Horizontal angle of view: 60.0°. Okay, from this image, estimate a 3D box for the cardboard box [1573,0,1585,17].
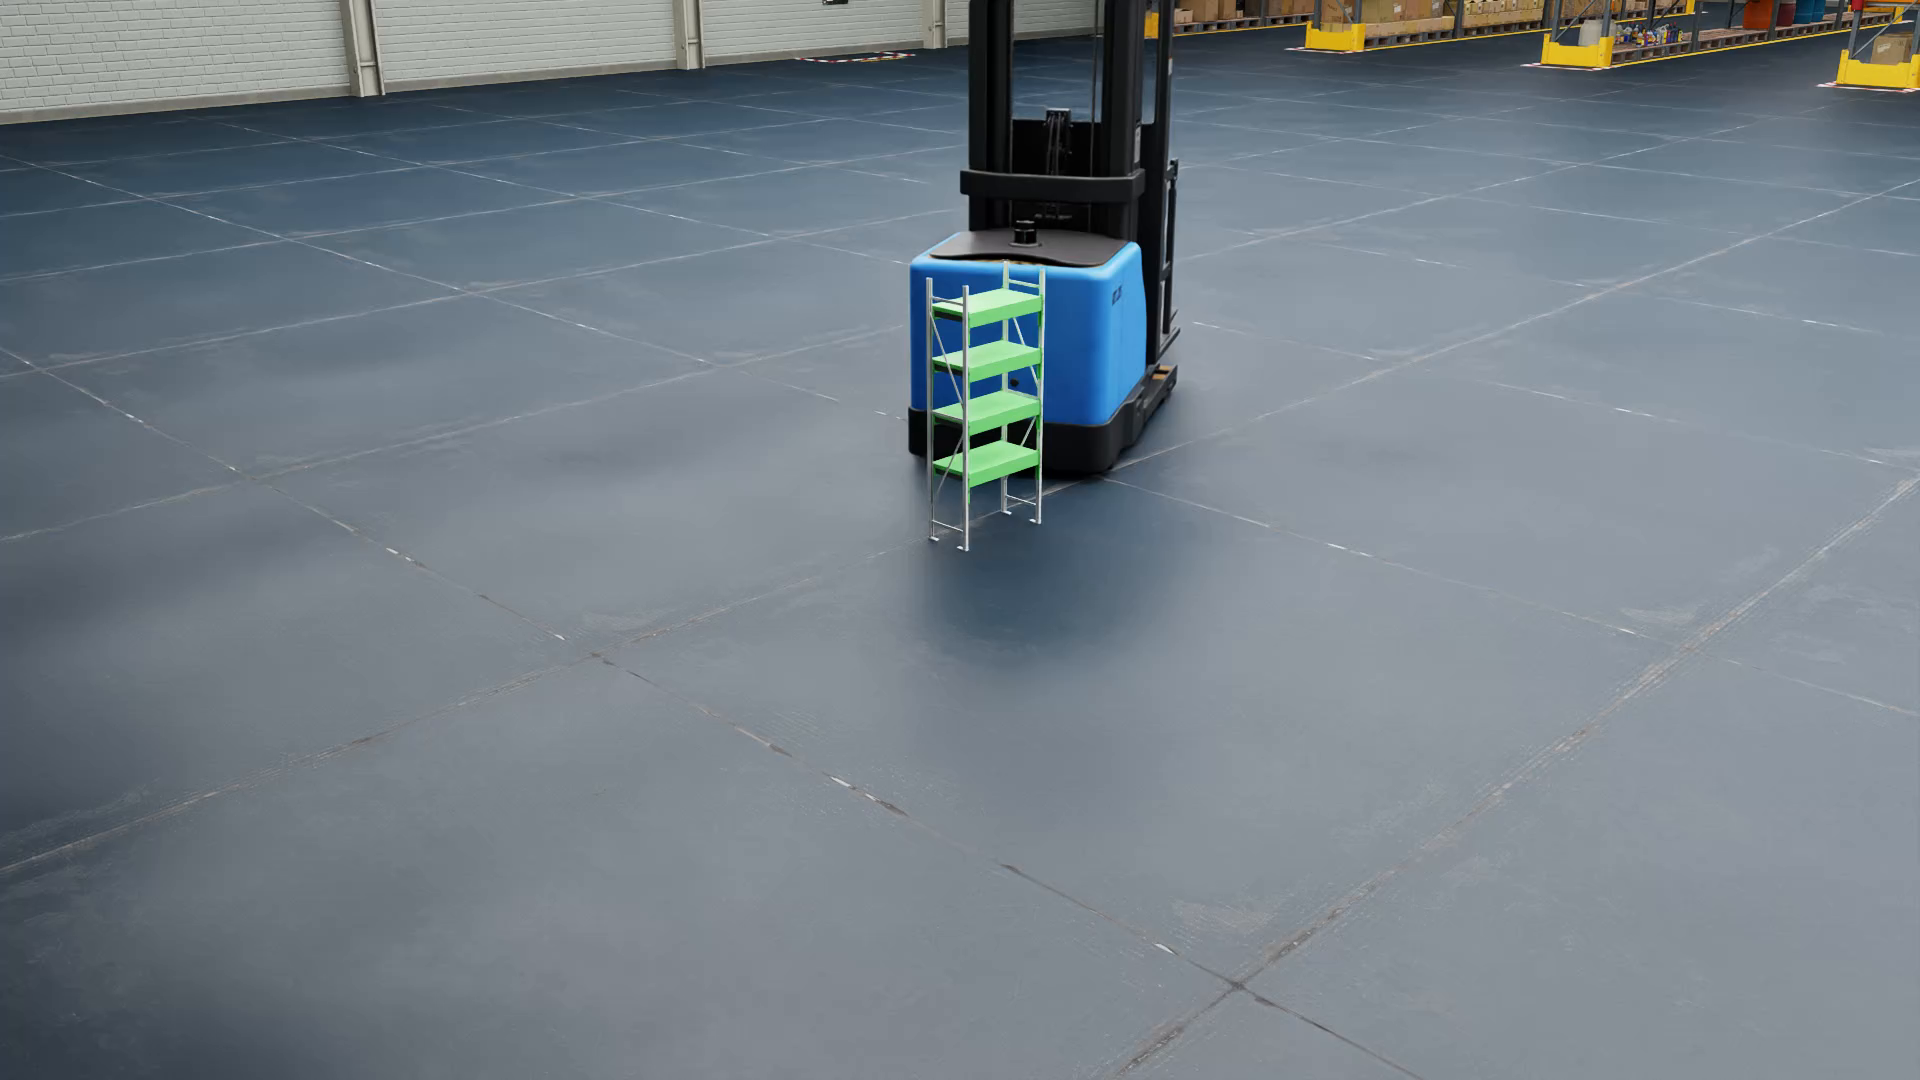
[{"bbox_3d":[14.189,-12.465,38.695,0.500,0.500,0.500,19,28,40],"label":"cardboard box"}]

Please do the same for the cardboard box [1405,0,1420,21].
[{"bbox_3d":[8.953,-10.791,33.670,0.500,0.500,0.500,19,28,41],"label":"cardboard box"}]

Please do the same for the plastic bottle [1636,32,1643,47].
[{"bbox_3d":[12.405,-9.140,30.363,0.097,0.271,0.097,0,21,0],"label":"plastic bottle"}]

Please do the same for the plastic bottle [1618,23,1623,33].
[{"bbox_3d":[12.419,-9.556,31.334,0.144,0.351,0.185,19,28,40],"label":"plastic bottle"}]

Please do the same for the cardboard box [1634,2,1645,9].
[{"bbox_3d":[16.786,-13.307,41.351,0.380,0.166,0.250,19,28,41],"label":"cardboard box"}]

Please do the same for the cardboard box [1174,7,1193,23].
[{"bbox_3d":[4.764,-11.552,36.583,0.500,0.311,0.500,-17,27,-38],"label":"cardboard box"}]

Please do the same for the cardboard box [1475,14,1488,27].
[{"bbox_3d":[10.978,-11.174,35.714,0.500,0.250,0.500,-19,28,-41],"label":"cardboard box"}]

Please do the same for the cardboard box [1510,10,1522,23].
[{"bbox_3d":[12.049,-11.572,36.747,0.500,0.250,0.500,-19,28,-41],"label":"cardboard box"}]

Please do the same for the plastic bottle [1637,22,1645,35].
[{"bbox_3d":[12.951,-9.678,31.651,0.144,0.351,0.185,19,28,41],"label":"plastic bottle"}]

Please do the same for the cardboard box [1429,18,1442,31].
[{"bbox_3d":[9.638,-10.702,34.484,0.500,0.250,0.500,19,28,41],"label":"cardboard box"}]

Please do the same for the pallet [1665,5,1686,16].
[{"bbox_3d":[17.924,-13.647,42.787,1.003,0.211,1.213,19,28,41],"label":"pallet"}]

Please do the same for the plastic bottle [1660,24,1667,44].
[{"bbox_3d":[13.106,-9.447,31.052,0.144,0.351,0.185,19,28,40],"label":"plastic bottle"}]

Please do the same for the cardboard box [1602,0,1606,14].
[{"bbox_3d":[15.252,-12.861,39.724,0.500,0.500,0.500,19,28,41],"label":"cardboard box"}]

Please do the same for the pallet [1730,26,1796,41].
[{"bbox_3d":[17.018,-10.788,35.348,1.003,0.211,1.213,19,28,41],"label":"pallet"}]

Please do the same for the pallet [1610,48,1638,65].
[{"bbox_3d":[11.507,-8.757,30.065,1.003,0.211,1.213,19,28,41],"label":"pallet"}]

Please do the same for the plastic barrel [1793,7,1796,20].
[{"bbox_3d":[17.945,-11.499,36.194,0.421,0.512,0.421,0,21,0],"label":"plastic barrel"}]

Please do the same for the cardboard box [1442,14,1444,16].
[{"bbox_3d":[10.243,-11.181,35.730,0.500,0.250,0.500,19,28,40],"label":"cardboard box"}]

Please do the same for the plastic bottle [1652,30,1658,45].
[{"bbox_3d":[12.856,-9.306,30.795,0.097,0.271,0.097,0,21,0],"label":"plastic bottle"}]

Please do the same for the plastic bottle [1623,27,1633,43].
[{"bbox_3d":[12.543,-9.490,31.268,0.152,0.276,0.135,19,28,41],"label":"plastic bottle"}]

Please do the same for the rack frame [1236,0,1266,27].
[{"bbox_3d":[6.609,-13.328,38.069,1.000,3.000,0.127,19,28,41],"label":"rack frame"}]

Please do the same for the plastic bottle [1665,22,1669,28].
[{"bbox_3d":[13.362,-9.616,31.490,0.144,0.351,0.185,19,28,41],"label":"plastic bottle"}]

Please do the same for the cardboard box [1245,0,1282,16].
[{"bbox_3d":[7.111,-12.560,38.942,0.500,0.500,0.700,-19,28,-40],"label":"cardboard box"}]

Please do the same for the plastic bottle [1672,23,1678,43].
[{"bbox_3d":[13.465,-9.580,31.396,0.144,0.351,0.185,18,28,39],"label":"plastic bottle"}]

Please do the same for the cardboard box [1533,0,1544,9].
[{"bbox_3d":[12.763,-12.095,37.328,0.500,0.311,0.500,-19,28,-41],"label":"cardboard box"}]

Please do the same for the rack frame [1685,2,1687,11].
[{"bbox_3d":[18.532,-15.174,42.872,1.000,3.000,0.127,19,28,41],"label":"rack frame"}]

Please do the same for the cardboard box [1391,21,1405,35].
[{"bbox_3d":[8.600,-10.313,33.474,0.500,0.250,0.500,19,28,41],"label":"cardboard box"}]

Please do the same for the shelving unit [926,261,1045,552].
[{"bbox_3d":[0.115,-0.603,7.470,0.258,1.200,0.503,19,28,41],"label":"shelving unit"}]

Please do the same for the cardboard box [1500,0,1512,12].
[{"bbox_3d":[11.700,-11.703,36.307,0.500,0.311,0.500,-19,28,-41],"label":"cardboard box"}]

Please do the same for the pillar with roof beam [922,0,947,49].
[{"bbox_3d":[2.586,-12.877,28.533,9.100,9.000,0.400,19,28,41],"label":"pillar with roof beam"}]

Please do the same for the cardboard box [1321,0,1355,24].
[{"bbox_3d":[7.532,-10.536,33.007,0.500,0.500,0.500,19,28,41],"label":"cardboard box"}]

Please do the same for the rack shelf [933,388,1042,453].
[{"bbox_3d":[0.115,-0.543,7.493,0.258,0.148,0.480,19,28,41],"label":"rack shelf"}]

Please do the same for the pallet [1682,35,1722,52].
[{"bbox_3d":[14.228,-9.758,32.669,1.003,0.211,1.213,19,28,41],"label":"pallet"}]

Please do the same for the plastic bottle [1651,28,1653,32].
[{"bbox_3d":[12.913,-9.402,31.027,0.061,0.283,0.133,19,28,41],"label":"plastic bottle"}]

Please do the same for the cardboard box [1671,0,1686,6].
[{"bbox_3d":[18.330,-14.011,42.717,0.500,0.500,0.500,19,28,41],"label":"cardboard box"}]

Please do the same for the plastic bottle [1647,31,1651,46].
[{"bbox_3d":[12.644,-9.228,30.592,0.097,0.271,0.097,0,21,0],"label":"plastic bottle"}]

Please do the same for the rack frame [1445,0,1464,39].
[{"bbox_3d":[10.161,-12.089,34.846,1.000,3.000,0.127,19,28,41],"label":"rack frame"}]

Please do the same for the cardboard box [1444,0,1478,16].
[{"bbox_3d":[10.628,-11.307,35.278,0.500,0.311,0.500,19,28,41],"label":"cardboard box"}]

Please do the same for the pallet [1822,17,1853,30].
[{"bbox_3d":[19.774,-11.802,37.986,1.003,0.211,1.213,19,28,41],"label":"pallet"}]

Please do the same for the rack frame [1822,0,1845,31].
[{"bbox_3d":[19.288,-12.905,36.968,1.000,3.000,0.127,19,28,41],"label":"rack frame"}]

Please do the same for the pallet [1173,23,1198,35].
[{"bbox_3d":[4.464,-11.218,36.466,1.003,0.211,1.213,19,28,41],"label":"pallet"}]

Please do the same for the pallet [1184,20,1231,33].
[{"bbox_3d":[5.315,-11.530,37.278,1.003,0.211,1.213,19,28,41],"label":"pallet"}]

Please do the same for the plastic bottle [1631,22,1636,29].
[{"bbox_3d":[12.847,-9.714,31.745,0.185,0.351,0.144,-19,28,-41],"label":"plastic bottle"}]

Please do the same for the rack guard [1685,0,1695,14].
[{"bbox_3d":[18.479,-13.987,43.269,1.175,0.500,0.348,19,28,41],"label":"rack guard"}]

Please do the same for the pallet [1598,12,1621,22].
[{"bbox_3d":[15.202,-12.625,40.128,1.003,0.211,1.213,19,28,41],"label":"pallet"}]

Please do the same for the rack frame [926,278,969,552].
[{"bbox_3d":[-0.055,-0.540,7.307,0.240,1.200,0.015,19,28,41],"label":"rack frame"}]

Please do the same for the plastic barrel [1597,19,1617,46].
[{"bbox_3d":[11.671,-9.172,30.139,0.421,0.512,0.421,0,21,0],"label":"plastic barrel"}]

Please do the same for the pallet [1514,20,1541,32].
[{"bbox_3d":[12.349,-11.614,37.496,1.003,0.211,1.213,19,28,41],"label":"pallet"}]

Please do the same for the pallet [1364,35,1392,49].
[{"bbox_3d":[7.874,-9.966,33.210,1.003,0.211,1.213,19,28,41],"label":"pallet"}]

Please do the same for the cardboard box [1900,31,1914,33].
[{"bbox_3d":[15.756,-8.085,27.326,0.500,0.500,0.500,-17,27,-37],"label":"cardboard box"}]

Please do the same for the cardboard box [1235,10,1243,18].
[{"bbox_3d":[6.258,-12.066,38.121,0.380,0.166,0.250,15,26,34],"label":"cardboard box"}]

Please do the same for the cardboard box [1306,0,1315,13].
[{"bbox_3d":[8.166,-12.959,39.979,0.700,0.500,0.500,19,28,40],"label":"cardboard box"}]

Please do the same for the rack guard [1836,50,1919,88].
[{"bbox_3d":[14.519,-7.433,26.217,1.175,0.500,0.348,19,28,41],"label":"rack guard"}]

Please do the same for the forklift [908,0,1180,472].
[{"bbox_3d":[0.655,-2.202,9.217,1.130,2.935,3.031,6,22,16],"label":"forklift"}]
